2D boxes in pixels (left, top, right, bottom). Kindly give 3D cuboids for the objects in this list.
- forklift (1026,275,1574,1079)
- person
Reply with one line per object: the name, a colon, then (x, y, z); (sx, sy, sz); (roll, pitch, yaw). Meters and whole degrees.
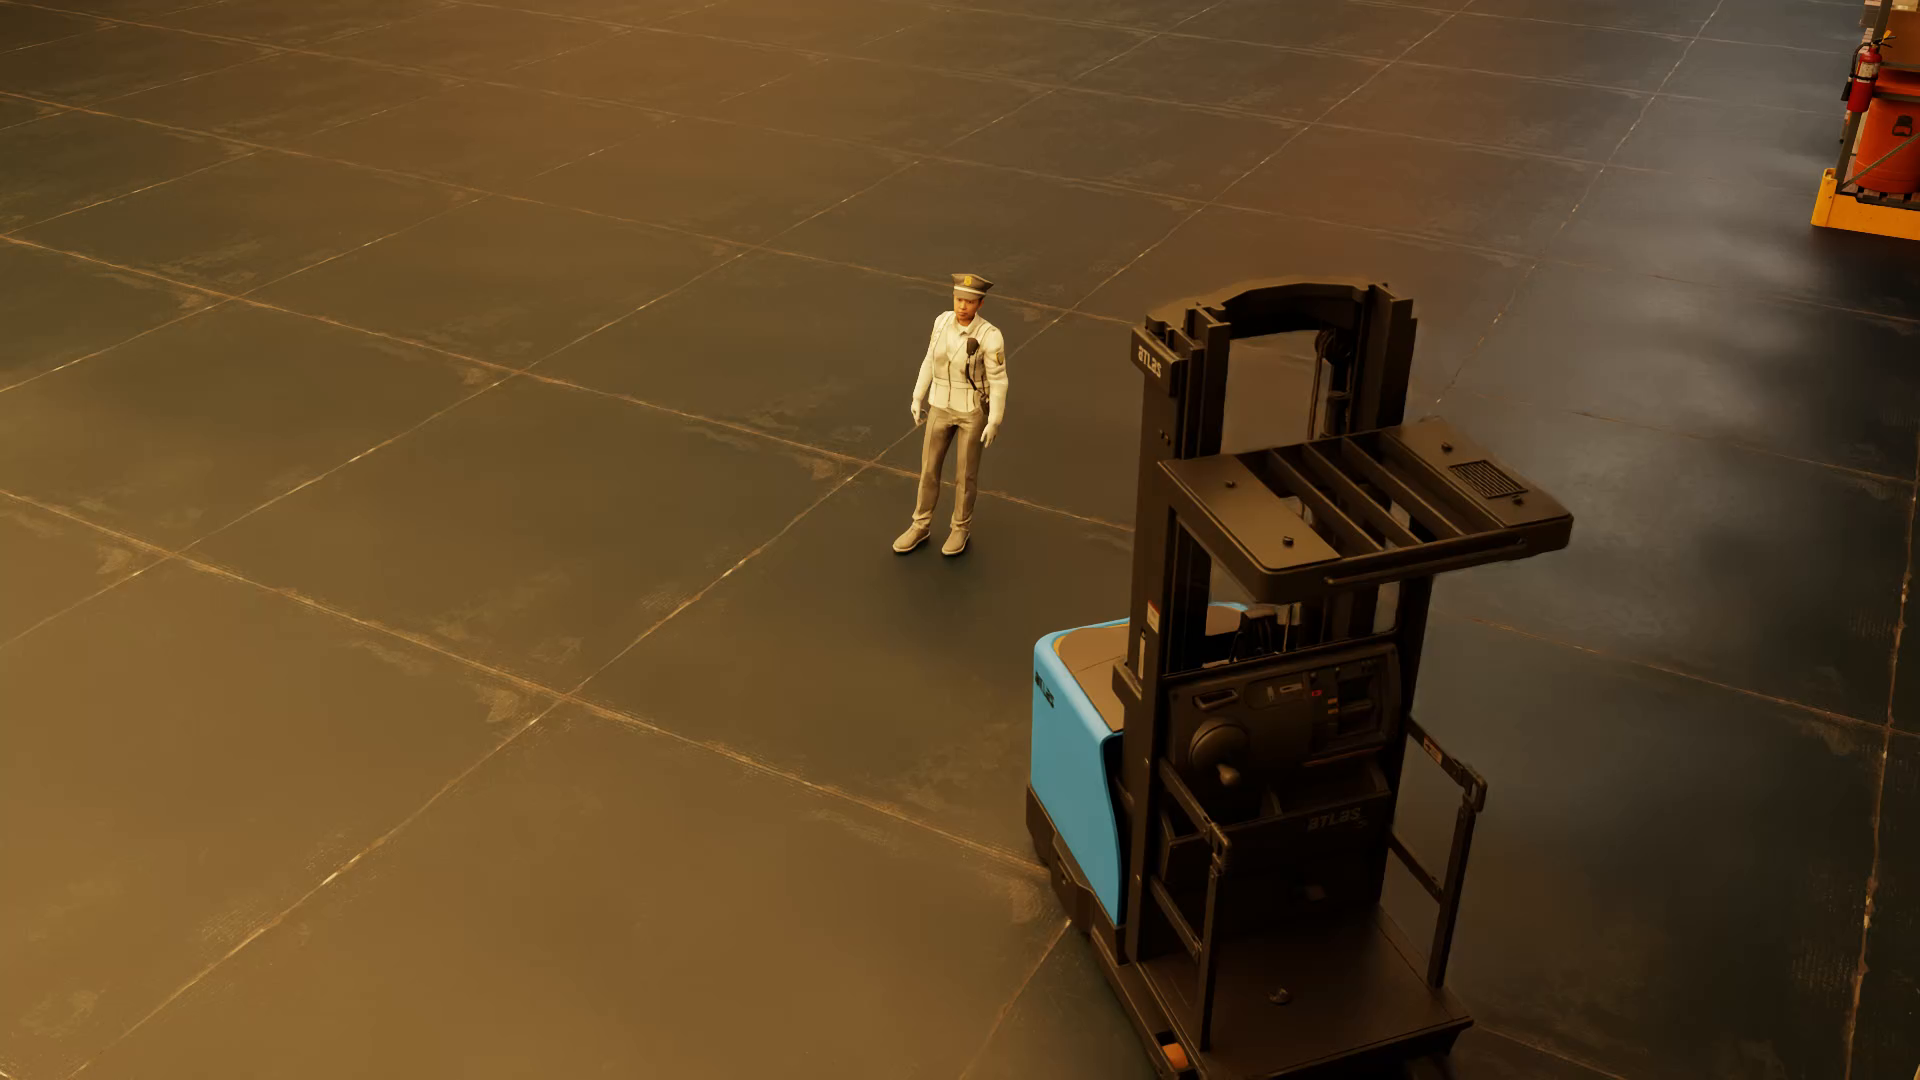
forklift: (1.259, 0.687, 5.880); (1.130, 2.935, 3.031); (-10, 31, -16)
person: (-0.038, -0.712, 9.527); (0.587, 1.696, 0.534); (15, 33, 25)
